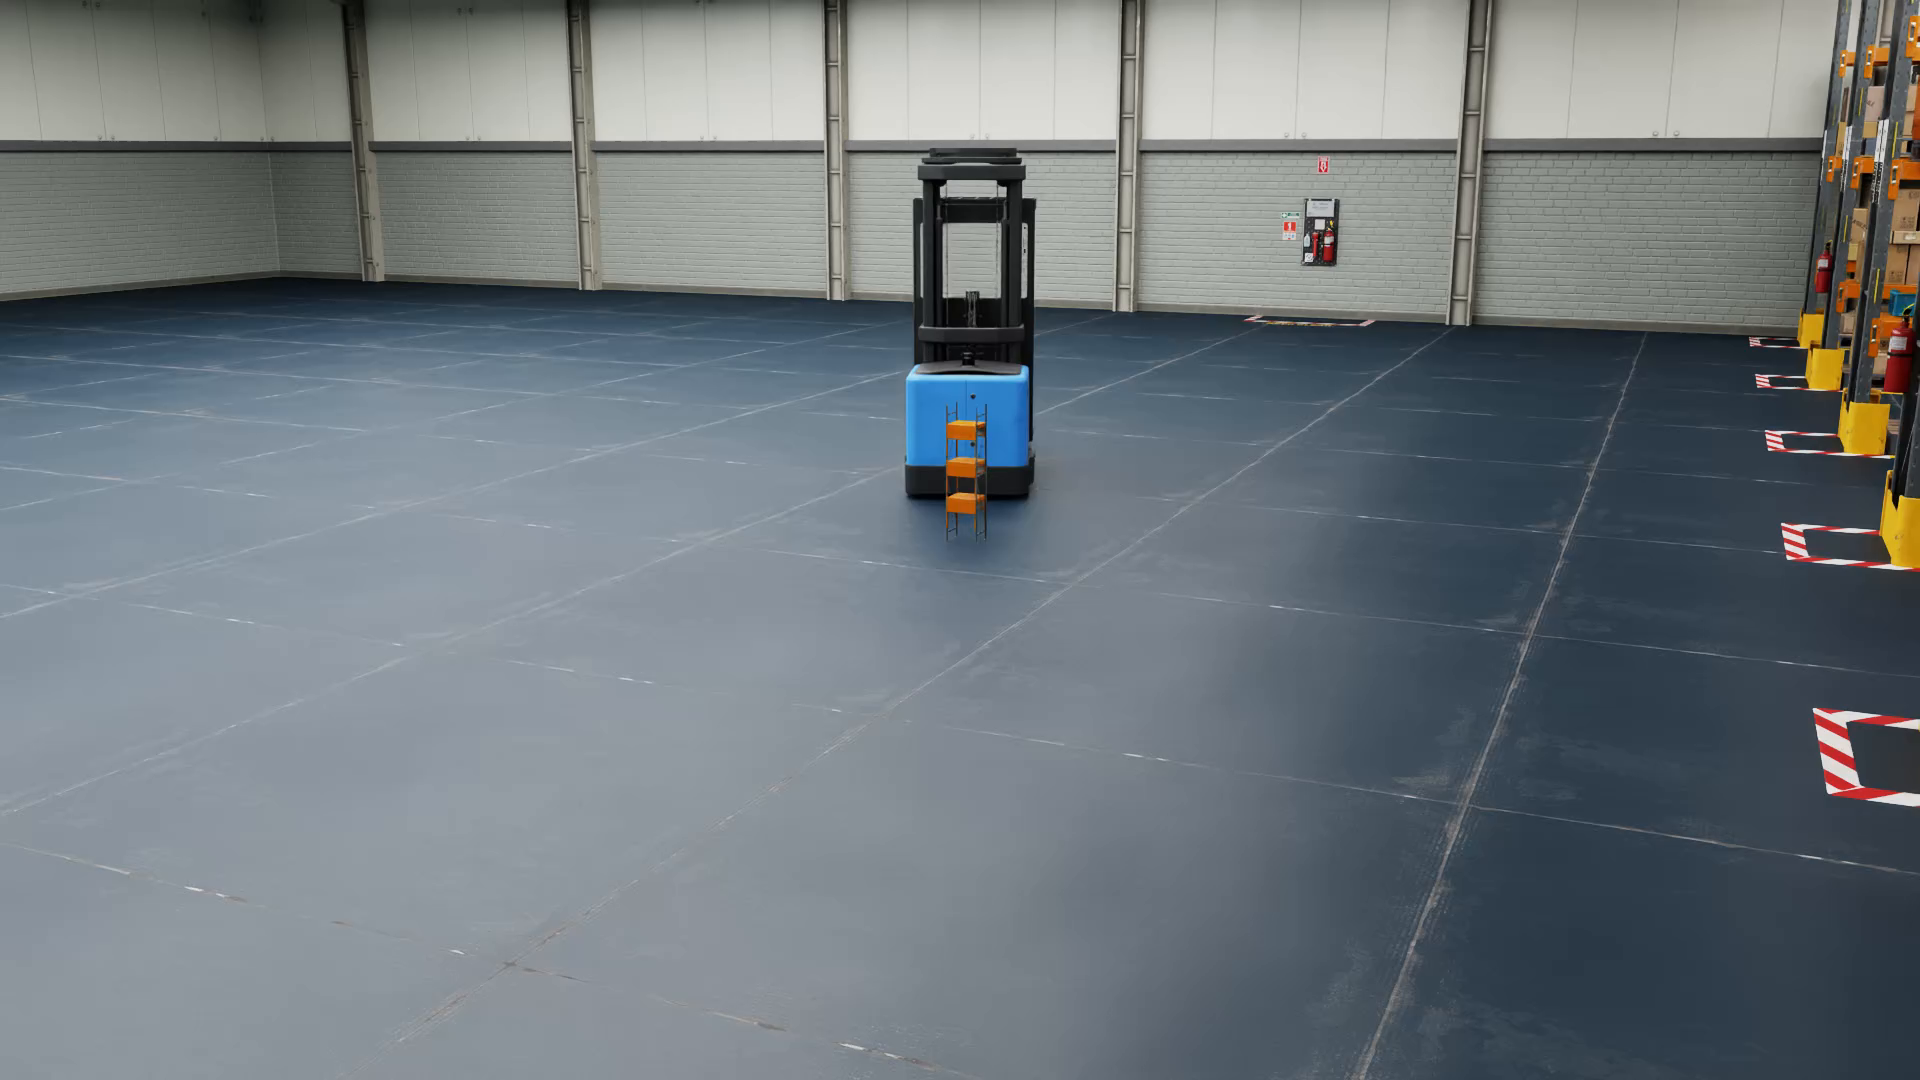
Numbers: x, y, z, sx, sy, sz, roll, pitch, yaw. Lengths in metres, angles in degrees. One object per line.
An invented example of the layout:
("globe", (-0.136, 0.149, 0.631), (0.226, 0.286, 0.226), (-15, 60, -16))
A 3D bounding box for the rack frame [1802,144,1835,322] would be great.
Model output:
("rack frame", (13.050, -4.490, 25.323), (0.127, 3.000, 1.000), (6, 14, 23))

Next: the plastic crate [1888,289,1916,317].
("plastic crate", (9.616, -2.364, 16.590), (0.616, 0.251, 0.499), (6, 14, 23))

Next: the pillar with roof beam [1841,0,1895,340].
("pillar with roof beam", (12.297, -6.627, 21.299), (0.400, 9.000, 9.100), (6, 14, 23))

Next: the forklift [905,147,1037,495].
("forklift", (0.140, -2.090, 15.245), (1.130, 2.935, 3.031), (1, 13, 3))

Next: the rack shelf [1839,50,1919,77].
("rack shelf", (14.879, -6.874, 23.931), (4.000, 0.370, 1.077), (6, 14, 23))

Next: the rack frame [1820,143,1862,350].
("rack frame", (11.047, -3.455, 20.912), (0.127, 3.000, 1.000), (6, 14, 23))

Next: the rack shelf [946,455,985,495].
("rack shelf", (0.049, -0.496, 12.616), (0.240, 0.259, 0.215), (6, 14, 23))

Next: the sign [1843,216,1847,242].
("sign", (10.817, -3.799, 20.312), (0.005, 0.325, 0.100), (6, 14, 23))

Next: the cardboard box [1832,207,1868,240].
("cardboard box", (13.567, -4.792, 25.255), (0.500, 0.500, 0.500), (6, 14, 23))

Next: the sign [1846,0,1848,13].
("sign", (12.830, -7.790, 24.038), (0.005, 0.325, 0.100), (6, 14, 23))

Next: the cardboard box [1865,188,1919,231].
("cardboard box", (11.517, -4.084, 20.536), (0.500, 0.500, 0.700), (6, 14, 23))

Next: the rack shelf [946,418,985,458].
("rack shelf", (0.049, -0.772, 12.551), (0.240, 0.259, 0.215), (6, 14, 23))

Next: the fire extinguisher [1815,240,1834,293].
("fire extinguisher", (11.127, -3.525, 21.381), (0.183, 0.674, 0.296), (6, 14, 23))

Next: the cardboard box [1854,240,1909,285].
("cardboard box", (11.469, -3.458, 20.705), (0.500, 0.500, 0.700), (6, 14, 23))

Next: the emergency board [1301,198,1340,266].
("emergency board", (6.311, -5.397, 29.191), (0.643, 1.169, 0.194), (6, 14, 23))

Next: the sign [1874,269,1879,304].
("sign", (8.810, -2.441, 15.984), (0.005, 0.325, 0.100), (6, 14, 23))

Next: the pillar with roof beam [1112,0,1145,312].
("pillar with roof beam", (1.325, -7.737, 26.031), (0.400, 9.000, 9.100), (6, 14, 23))

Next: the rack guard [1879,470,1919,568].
("rack guard", (7.101, -0.162, 12.351), (0.348, 0.500, 1.175), (6, 14, 23))

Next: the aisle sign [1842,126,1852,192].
("aisle sign", (10.863, -4.662, 20.368), (0.004, 0.787, 0.394), (6, 14, 23))

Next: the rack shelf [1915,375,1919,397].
("rack shelf", (8.860, -0.851, 11.389), (4.000, 0.370, 1.077), (6, 14, 23))

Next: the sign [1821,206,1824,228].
("sign", (12.830, -4.798, 24.741), (0.005, 0.325, 0.100), (6, 14, 23))

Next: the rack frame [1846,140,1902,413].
("rack frame", (9.037, -2.420, 16.504), (0.127, 3.000, 1.000), (6, 14, 23))

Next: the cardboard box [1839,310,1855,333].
("cardboard box", (13.646, -3.312, 25.226), (0.500, 0.311, 0.500), (4, 14, 17))

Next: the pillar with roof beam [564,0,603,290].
("pillar with roof beam", (-9.646, -8.848, 30.763), (0.400, 9.000, 9.100), (6, 14, 23))

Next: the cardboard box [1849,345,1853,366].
("cardboard box", (11.657, -2.333, 21.229), (0.500, 0.250, 0.500), (6, 14, 23))

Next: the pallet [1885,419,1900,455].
("pallet", (9.866, -0.989, 16.509), (1.213, 0.211, 1.003), (6, 14, 23))

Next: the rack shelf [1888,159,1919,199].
("rack shelf", (10.866, -3.346, 15.455), (4.000, 0.370, 1.077), (6, 14, 23))

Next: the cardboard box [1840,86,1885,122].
("cardboard box", (13.304, -6.409, 24.484), (0.500, 0.500, 0.500), (5, 14, 19))

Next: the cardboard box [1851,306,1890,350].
("cardboard box", (11.658, -2.698, 21.146), (0.500, 0.500, 0.500), (6, 14, 23))

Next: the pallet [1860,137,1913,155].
("pallet", (11.683, -4.801, 20.277), (1.213, 0.211, 1.003), (6, 14, 23))

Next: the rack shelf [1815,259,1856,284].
("rack shelf", (14.879, -3.954, 24.616), (4.000, 0.370, 1.077), (6, 14, 23))

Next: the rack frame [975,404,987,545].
("rack frame", (0.160, -0.495, 12.566), (0.008, 1.050, 0.200), (6, 14, 23))

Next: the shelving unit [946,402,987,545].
("shelving unit", (0.049, -0.506, 12.614), (0.252, 1.050, 0.215), (6, 14, 23))

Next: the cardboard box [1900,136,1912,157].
("cardboard box", (13.731, -5.868, 24.368), (0.500, 0.500, 0.500), (7, 15, 27))

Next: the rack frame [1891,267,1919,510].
("rack frame", (7.031, -1.386, 12.095), (0.127, 3.000, 1.000), (6, 14, 23))

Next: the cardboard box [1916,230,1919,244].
("cardboard box", (11.789, -3.691, 20.278), (0.250, 0.149, 0.380), (6, 14, 23))

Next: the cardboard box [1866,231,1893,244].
("cardboard box", (11.319, -3.738, 20.480), (0.250, 0.149, 0.380), (6, 14, 23))

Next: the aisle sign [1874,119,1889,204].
("aisle sign", (8.853, -3.632, 15.975), (0.004, 0.787, 0.394), (6, 14, 23))

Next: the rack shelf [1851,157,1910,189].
("rack shelf", (12.876, -4.380, 19.862), (4.000, 0.370, 1.077), (6, 14, 23))
